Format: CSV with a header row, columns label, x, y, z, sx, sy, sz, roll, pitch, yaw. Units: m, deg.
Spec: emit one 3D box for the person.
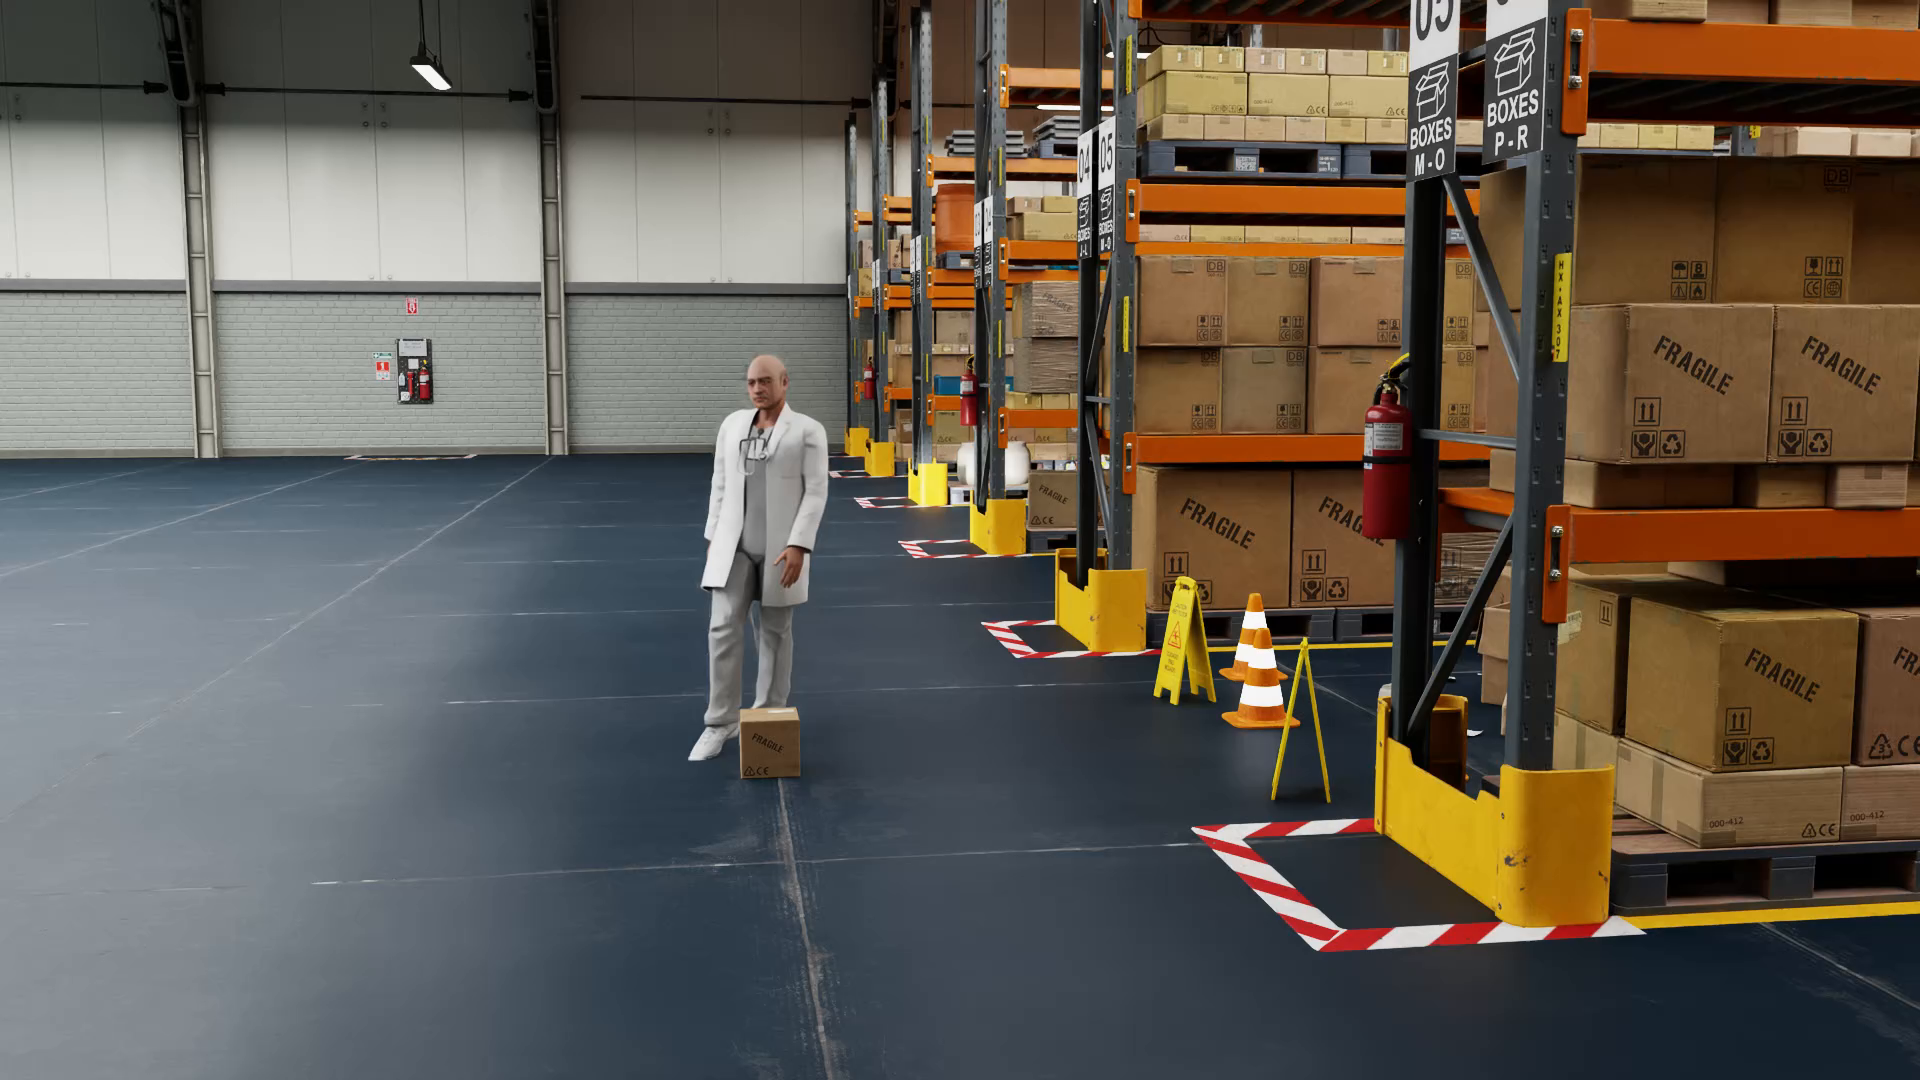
label,x,y,z,sx,sy,sz,roll,pitch,yaw
person,-0.907,0.077,7.577,0.626,1.829,0.675,1,6,8
